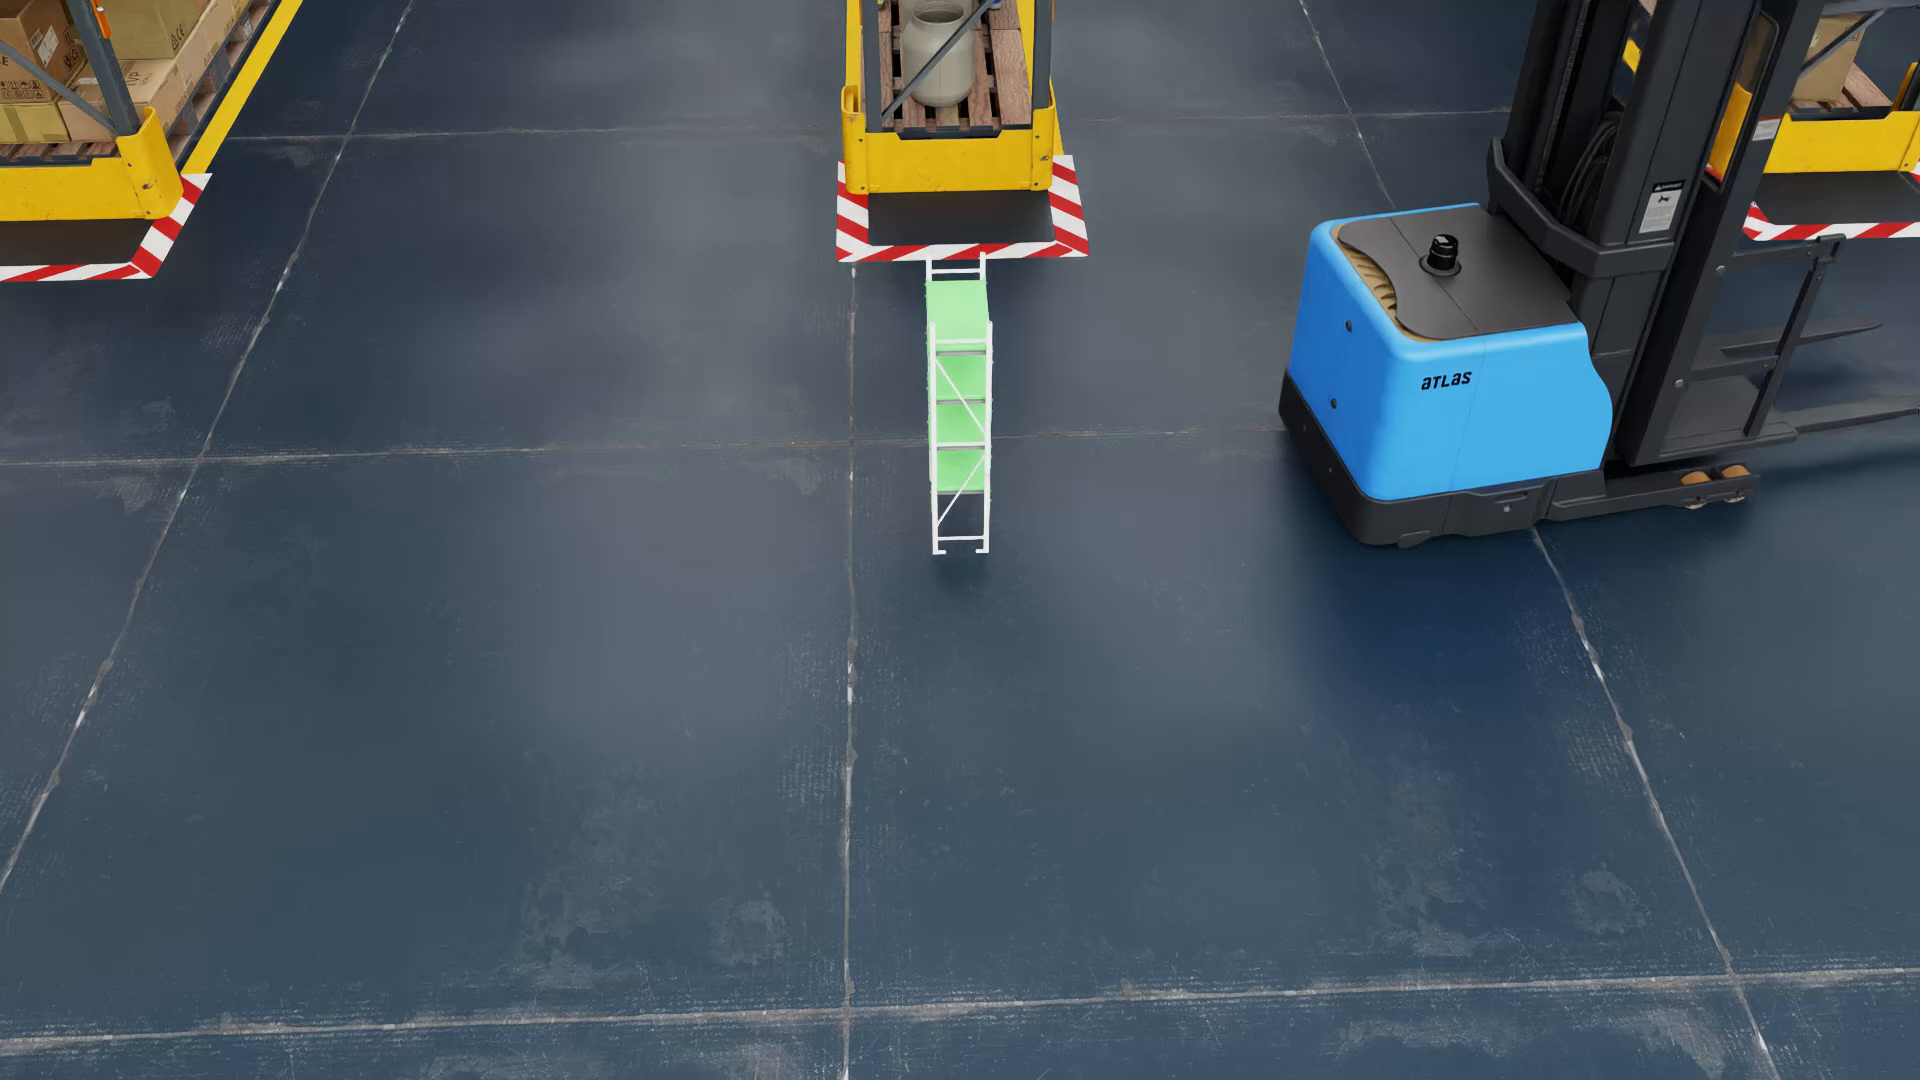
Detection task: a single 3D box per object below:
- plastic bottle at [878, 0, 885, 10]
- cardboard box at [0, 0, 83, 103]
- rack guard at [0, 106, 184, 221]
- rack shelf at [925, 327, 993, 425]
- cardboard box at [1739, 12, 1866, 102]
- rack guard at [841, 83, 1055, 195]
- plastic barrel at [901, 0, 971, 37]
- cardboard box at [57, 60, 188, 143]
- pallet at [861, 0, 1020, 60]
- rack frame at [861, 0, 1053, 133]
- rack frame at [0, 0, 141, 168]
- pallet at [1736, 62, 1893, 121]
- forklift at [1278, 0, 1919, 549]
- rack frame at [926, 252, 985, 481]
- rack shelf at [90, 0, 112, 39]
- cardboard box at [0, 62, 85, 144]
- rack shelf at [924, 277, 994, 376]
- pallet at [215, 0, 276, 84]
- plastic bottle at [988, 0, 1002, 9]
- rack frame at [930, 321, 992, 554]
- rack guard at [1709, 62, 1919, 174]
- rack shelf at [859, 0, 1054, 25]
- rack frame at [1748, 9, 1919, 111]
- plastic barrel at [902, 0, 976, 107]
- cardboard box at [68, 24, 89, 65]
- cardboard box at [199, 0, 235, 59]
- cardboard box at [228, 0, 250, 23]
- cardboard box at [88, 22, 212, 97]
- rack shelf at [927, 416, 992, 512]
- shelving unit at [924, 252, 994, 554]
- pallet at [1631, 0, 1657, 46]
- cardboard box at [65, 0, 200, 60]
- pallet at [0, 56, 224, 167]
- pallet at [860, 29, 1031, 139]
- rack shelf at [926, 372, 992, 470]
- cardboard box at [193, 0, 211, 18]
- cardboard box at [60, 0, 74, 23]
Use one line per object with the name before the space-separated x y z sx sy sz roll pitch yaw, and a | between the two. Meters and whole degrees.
plastic bottle | -0.532 -3.494 10.587 0.097 0.201 0.097 0 43 0
cardboard box | -5.285 -2.767 9.218 0.500 0.500 0.500 -2 43 -2
rack guard | -4.964 -2.058 9.126 1.175 0.500 0.348 -2 43 -2
rack shelf | -0.007 -0.684 6.847 0.258 0.148 0.480 -2 43 -2
cardboard box | 4.922 -2.933 9.769 0.500 0.500 0.500 6 43 6
rack guard | -0.067 -2.264 9.350 1.175 0.500 0.348 -2 43 -2
plastic barrel | -0.142 -3.154 10.001 0.421 0.512 0.421 0 43 0
cardboard box | -4.766 -2.506 9.488 0.500 0.250 0.500 -2 43 -2
pallet | -0.145 -3.528 10.943 1.003 0.211 1.213 -2 43 -2
rack frame | -0.016 -3.136 8.451 1.000 3.000 0.127 -2 43 -2
rack frame | -4.965 -2.996 8.299 1.000 3.000 0.127 -2 43 -2
pallet | 4.930 -2.851 10.204 1.003 0.211 1.213 -2 43 -2
forklift | 3.066 -1.561 6.783 3.031 2.935 1.130 -9 43 -9
rack frame | -0.017 -0.719 7.146 0.240 1.200 0.015 -2 43 -2
rack shelf | -5.050 -4.081 10.015 1.077 0.370 4.000 -2 43 -2
cardboard box | -5.283 -2.491 9.472 0.500 0.250 0.500 -2 43 -2
rack shelf | -0.007 -0.861 6.685 0.258 0.148 0.480 -2 43 -2
pallet | -5.088 -3.305 10.699 1.003 0.211 1.213 -2 43 -2
plastic bottle | 0.218 -3.525 10.569 0.097 0.271 0.097 0 43 0
rack frame | 0.003 -0.389 6.787 0.240 1.200 0.015 -2 43 -2
rack guard | 4.929 -2.408 9.507 1.175 0.500 0.348 -2 43 -2
rack shelf | -0.101 -4.221 10.167 1.077 0.370 4.000 -2 43 -2
rack frame | 4.932 -3.278 8.606 1.000 3.000 0.127 -2 43 -2
plastic barrel | -0.121 -2.815 9.632 0.421 0.512 0.421 0 43 0
cardboard box | -5.317 -2.828 9.839 0.500 0.250 0.500 -2 43 -2
cardboard box | -4.812 -3.181 10.224 0.500 0.250 0.500 -2 43 -2
cardboard box | -4.828 -3.518 10.593 0.500 0.250 0.500 -2 43 -2
cardboard box | -4.791 -2.843 9.856 0.500 0.250 0.500 -2 43 -2
rack shelf | -0.007 -0.330 7.172 0.258 0.148 0.480 -2 43 -2
shelving unit | -0.007 -0.554 6.966 0.258 1.200 0.503 -2 43 -2
pallet | 4.881 -3.672 11.100 1.003 0.211 1.213 -2 43 -2
cardboard box | -4.789 -3.120 9.603 0.500 0.500 0.500 -2 43 -2
pallet | -5.040 -2.483 9.803 1.003 0.211 1.213 -2 43 -2
pallet | -0.096 -2.706 10.046 1.003 0.211 1.213 -2 43 -2
rack shelf | -0.007 -0.507 7.010 0.258 0.148 0.480 -2 43 -2
cardboard box | -4.823 -3.457 9.970 0.500 0.500 0.500 -2 43 -2
cardboard box | -5.343 -3.442 9.954 0.500 0.500 0.500 -2 43 -2
